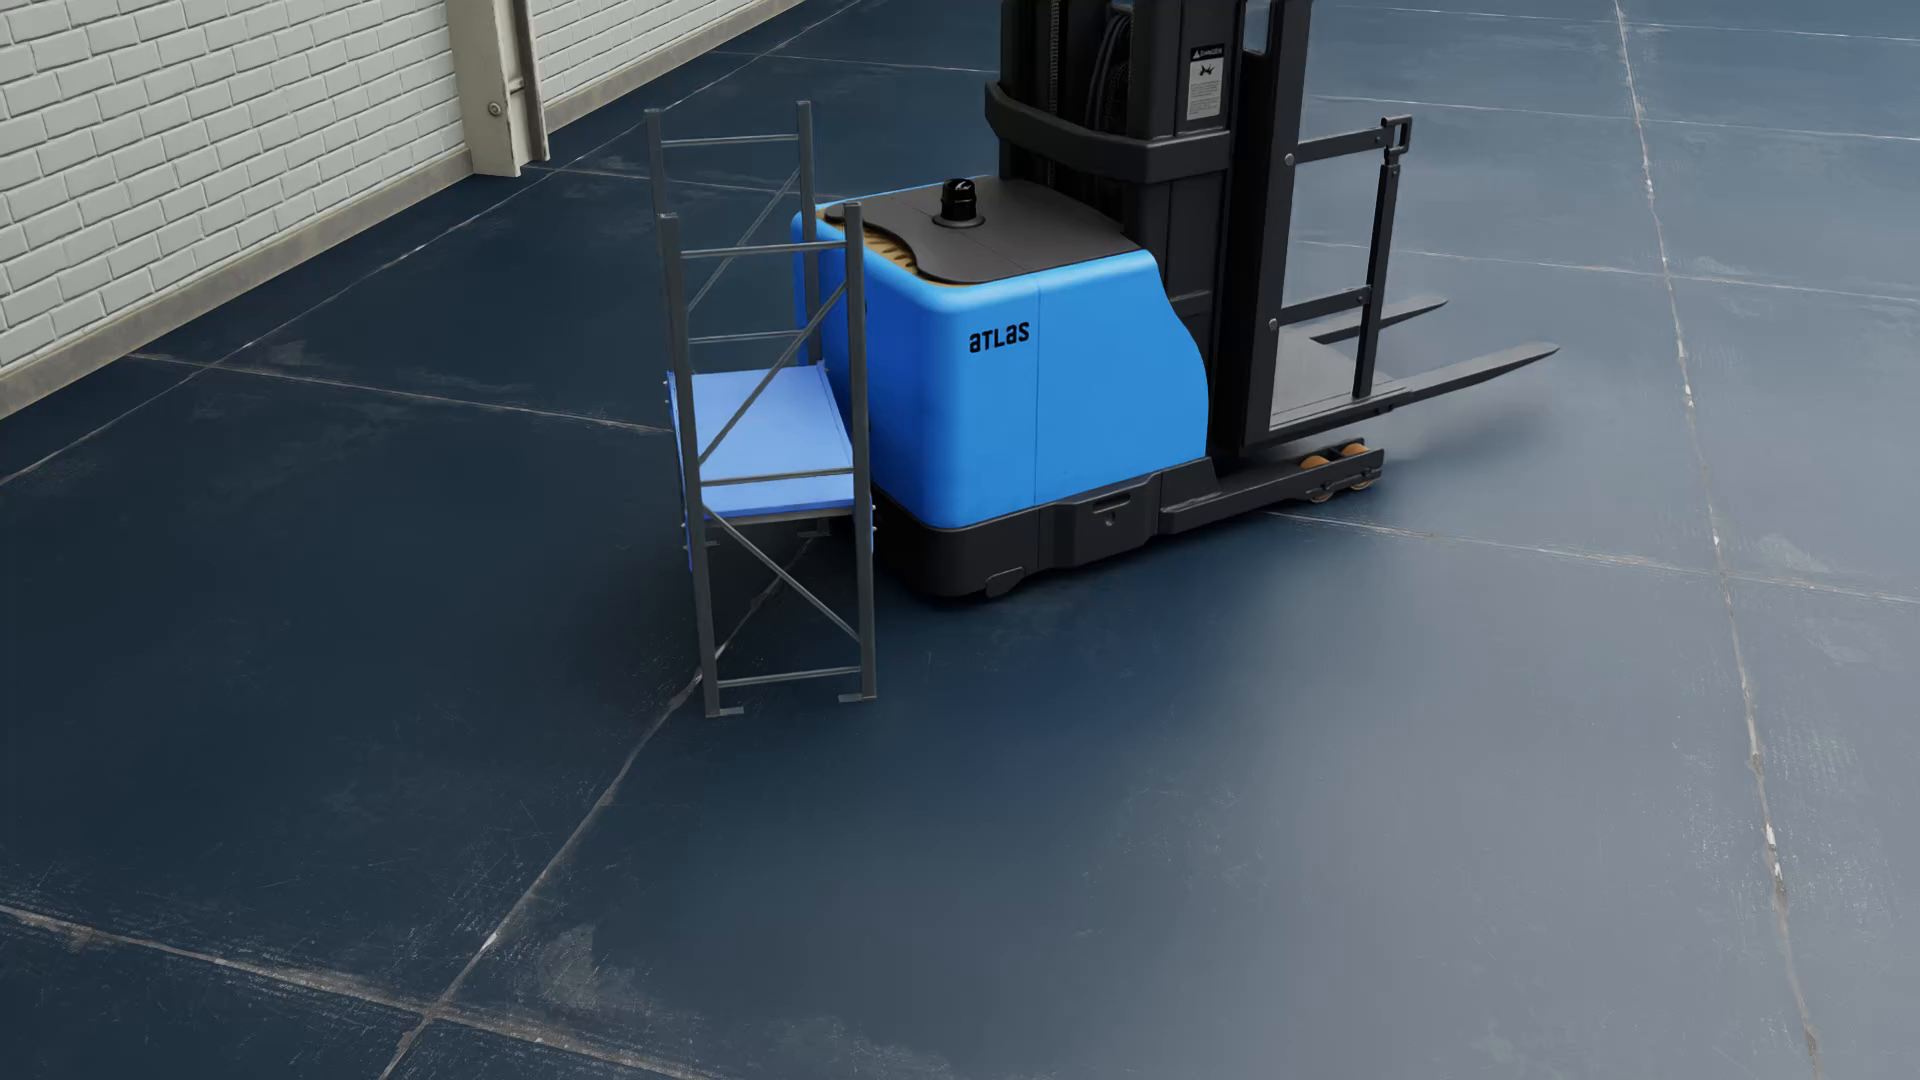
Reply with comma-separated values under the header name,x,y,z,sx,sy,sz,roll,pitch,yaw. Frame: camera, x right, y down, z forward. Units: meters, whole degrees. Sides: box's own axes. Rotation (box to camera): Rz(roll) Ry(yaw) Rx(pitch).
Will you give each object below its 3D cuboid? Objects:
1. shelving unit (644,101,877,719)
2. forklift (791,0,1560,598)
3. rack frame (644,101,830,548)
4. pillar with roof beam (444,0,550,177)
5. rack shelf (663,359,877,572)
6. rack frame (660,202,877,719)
name,x,y,z,sx,sy,sz,roll,pitch,yaw
shelving unit,-0.597,-0.410,4.945,0.538,1.500,1.048,-6,30,-10
forklift,0.949,-1.617,5.642,3.031,2.935,1.130,-17,33,-27
rack frame,-0.700,-0.652,5.380,0.500,1.500,0.032,-6,30,-10
pillar with roof beam,1.501,-5.496,6.373,9.100,9.000,0.400,8,30,15
rack shelf,-0.597,-0.253,5.032,0.538,0.185,1.000,-6,30,-10
rack frame,-0.494,-0.168,4.510,0.500,1.500,0.032,-6,30,-10
